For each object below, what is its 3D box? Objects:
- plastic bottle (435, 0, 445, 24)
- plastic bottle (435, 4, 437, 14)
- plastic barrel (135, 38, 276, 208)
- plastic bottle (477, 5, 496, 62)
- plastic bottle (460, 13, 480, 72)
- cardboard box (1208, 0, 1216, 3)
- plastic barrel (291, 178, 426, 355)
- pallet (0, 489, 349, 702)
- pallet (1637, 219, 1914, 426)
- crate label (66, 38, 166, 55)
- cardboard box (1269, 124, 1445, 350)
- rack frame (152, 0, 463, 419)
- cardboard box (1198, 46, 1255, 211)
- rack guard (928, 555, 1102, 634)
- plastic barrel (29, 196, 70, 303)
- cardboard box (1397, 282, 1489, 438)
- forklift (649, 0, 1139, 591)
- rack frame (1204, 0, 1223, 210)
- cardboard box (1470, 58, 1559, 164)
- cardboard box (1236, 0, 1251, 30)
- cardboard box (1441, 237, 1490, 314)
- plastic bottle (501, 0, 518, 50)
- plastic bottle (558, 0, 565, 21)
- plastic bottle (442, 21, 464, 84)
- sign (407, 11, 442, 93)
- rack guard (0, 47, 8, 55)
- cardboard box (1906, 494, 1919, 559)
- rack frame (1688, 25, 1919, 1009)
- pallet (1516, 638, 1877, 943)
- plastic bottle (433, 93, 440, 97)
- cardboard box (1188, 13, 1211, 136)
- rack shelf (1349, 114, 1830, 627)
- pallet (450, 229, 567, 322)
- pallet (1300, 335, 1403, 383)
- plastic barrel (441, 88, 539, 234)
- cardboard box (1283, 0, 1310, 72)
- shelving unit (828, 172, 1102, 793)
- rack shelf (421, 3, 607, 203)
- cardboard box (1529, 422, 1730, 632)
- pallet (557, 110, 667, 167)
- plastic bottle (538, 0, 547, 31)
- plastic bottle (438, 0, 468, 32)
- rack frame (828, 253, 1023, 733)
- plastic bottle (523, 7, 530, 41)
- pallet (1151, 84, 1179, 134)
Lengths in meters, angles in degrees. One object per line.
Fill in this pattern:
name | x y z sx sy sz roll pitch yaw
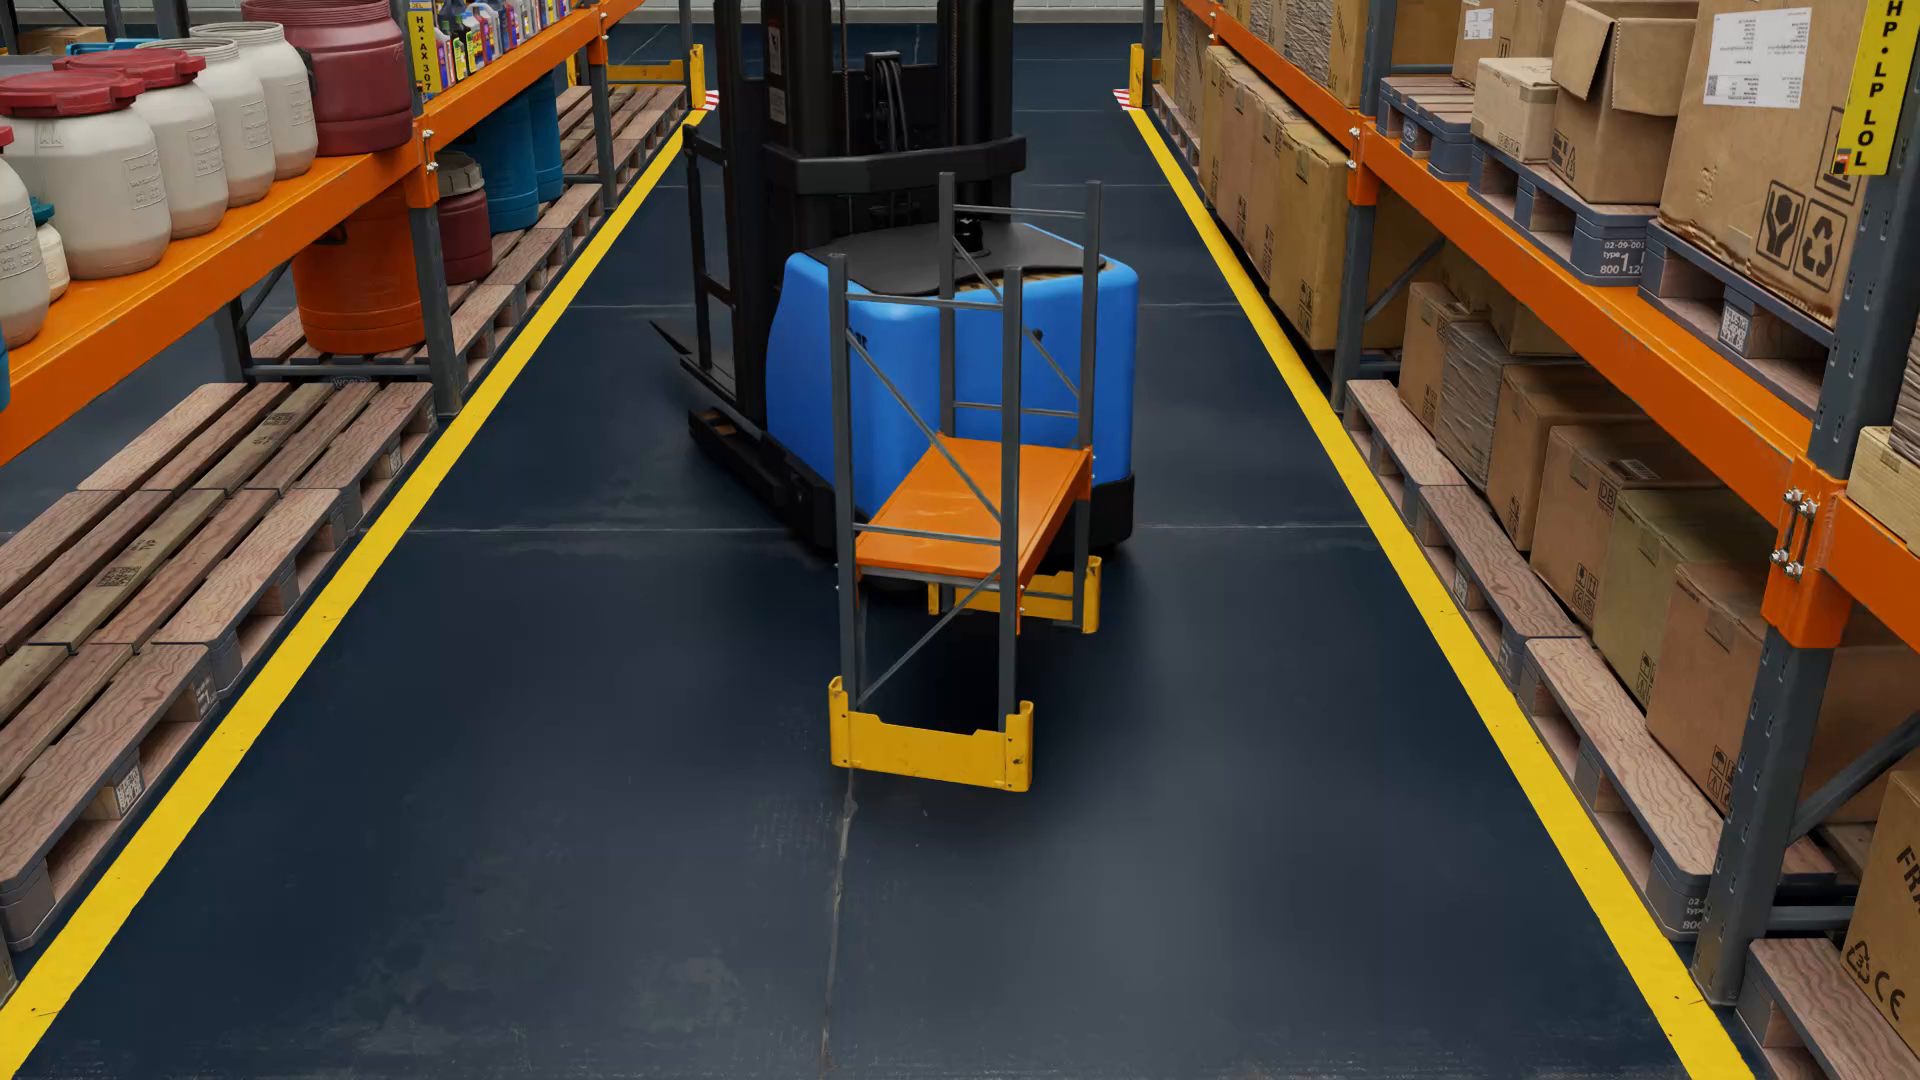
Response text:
plastic bottle | -3.052 -3.157 9.832 0.097 0.201 0.097 0 24 0
plastic bottle | -3.176 -3.183 9.799 0.152 0.276 0.135 0 24 -1
plastic barrel | -2.531 -1.389 5.546 0.421 0.512 0.421 0 24 0
plastic bottle | -2.429 -2.580 8.470 0.097 0.271 0.097 0 24 0
plastic bottle | -2.425 -2.444 8.171 0.097 0.271 0.097 0 24 0
cardboard box | 1.818 -3.615 10.908 0.380 0.149 0.250 0 24 0
plastic barrel | -2.783 -1.339 7.694 0.600 0.830 0.708 0 24 -1
pallet | -2.781 0.157 5.647 1.003 0.211 1.213 0 24 -1
pallet | 2.373 -0.537 4.030 1.003 0.211 1.213 0 24 -1
crate label | -3.020 -1.540 5.973 0.502 0.435 0.616 0 24 -1
cardboard box | 2.205 -1.465 7.917 1.225 0.875 0.875 -1 24 -3
rack frame | -2.761 -1.935 6.888 1.000 3.000 0.127 0 24 -1
cardboard box | 2.175 -2.565 10.350 1.225 0.875 0.875 0 24 0
rack guard | 0.180 0.155 5.604 0.587 0.250 0.087 6 25 14
plastic barrel | -2.578 -0.770 4.479 0.301 0.262 0.301 0 24 0
cardboard box | 2.219 -0.742 6.751 0.700 0.500 0.500 -2 24 -3
forklift | -0.504 -1.730 6.519 1.130 2.935 3.031 -12 27 -25
rack frame | 2.148 -3.605 10.581 1.000 3.000 0.127 0 24 -1
cardboard box | 1.980 -1.388 5.352 0.500 0.250 0.500 -1 24 -2
cardboard box | 1.910 -3.253 9.681 0.500 0.500 0.500 0 24 0
cardboard box | 2.229 -1.084 6.597 0.500 0.250 0.500 1 24 2
plastic bottle | -2.415 -2.764 8.864 0.061 0.283 0.133 0 24 -1
plastic bottle | -2.429 -3.274 9.990 0.061 0.283 0.133 0 24 -1
plastic bottle | -2.403 -2.307 7.853 0.061 0.283 0.133 0 24 -1
sign | -2.211 -2.014 6.866 0.100 0.325 0.005 0 24 -1
rack guard | -7.800 -4.040 14.576 1.175 0.500 0.348 0 24 -1
cardboard box | 1.927 -0.001 2.918 0.380 0.149 0.250 0 24 -1
rack frame | 2.236 -0.309 3.293 1.000 3.000 0.127 0 24 -1
pallet | 2.226 0.641 4.577 1.003 0.211 1.213 0 24 -1
plastic bottle | -2.417 -2.112 7.521 0.097 0.201 0.097 0 24 0
cardboard box | 2.211 -3.472 12.355 0.875 0.875 0.875 0 24 -1
rack shelf | 2.214 -0.805 5.263 1.077 0.370 4.000 0 24 -1
pallet | -2.821 -1.490 9.289 1.003 0.211 1.213 0 24 -1
pallet | 2.259 -1.012 8.231 1.003 0.211 1.213 0 24 -1
plastic barrel | -2.808 -2.302 9.737 0.600 0.901 0.708 0 24 -1
cardboard box | 1.930 -2.624 8.291 0.500 0.500 0.500 -1 24 -2
shelving unit | 0.048 -0.217 4.909 0.587 1.500 1.083 6 25 14
rack shelf | -2.782 -2.431 8.858 1.077 0.370 4.000 0 24 -1
cardboard box | 2.258 -0.051 5.221 0.700 0.500 0.500 -2 24 -5
pallet | -2.867 -3.119 12.891 1.003 0.211 1.213 0 24 -1
plastic bottle | -2.465 -3.107 9.540 0.144 0.351 0.185 0 24 -1
plastic bottle | -2.606 -2.673 8.580 0.144 0.351 0.185 0 24 -1
rack frame | -0.089 -0.011 4.455 0.500 1.500 0.032 6 25 14
plastic bottle | -2.437 -2.870 9.197 0.097 0.201 0.097 0 24 0
pallet | 2.192 -3.654 14.073 1.003 0.211 1.213 0 24 -1
